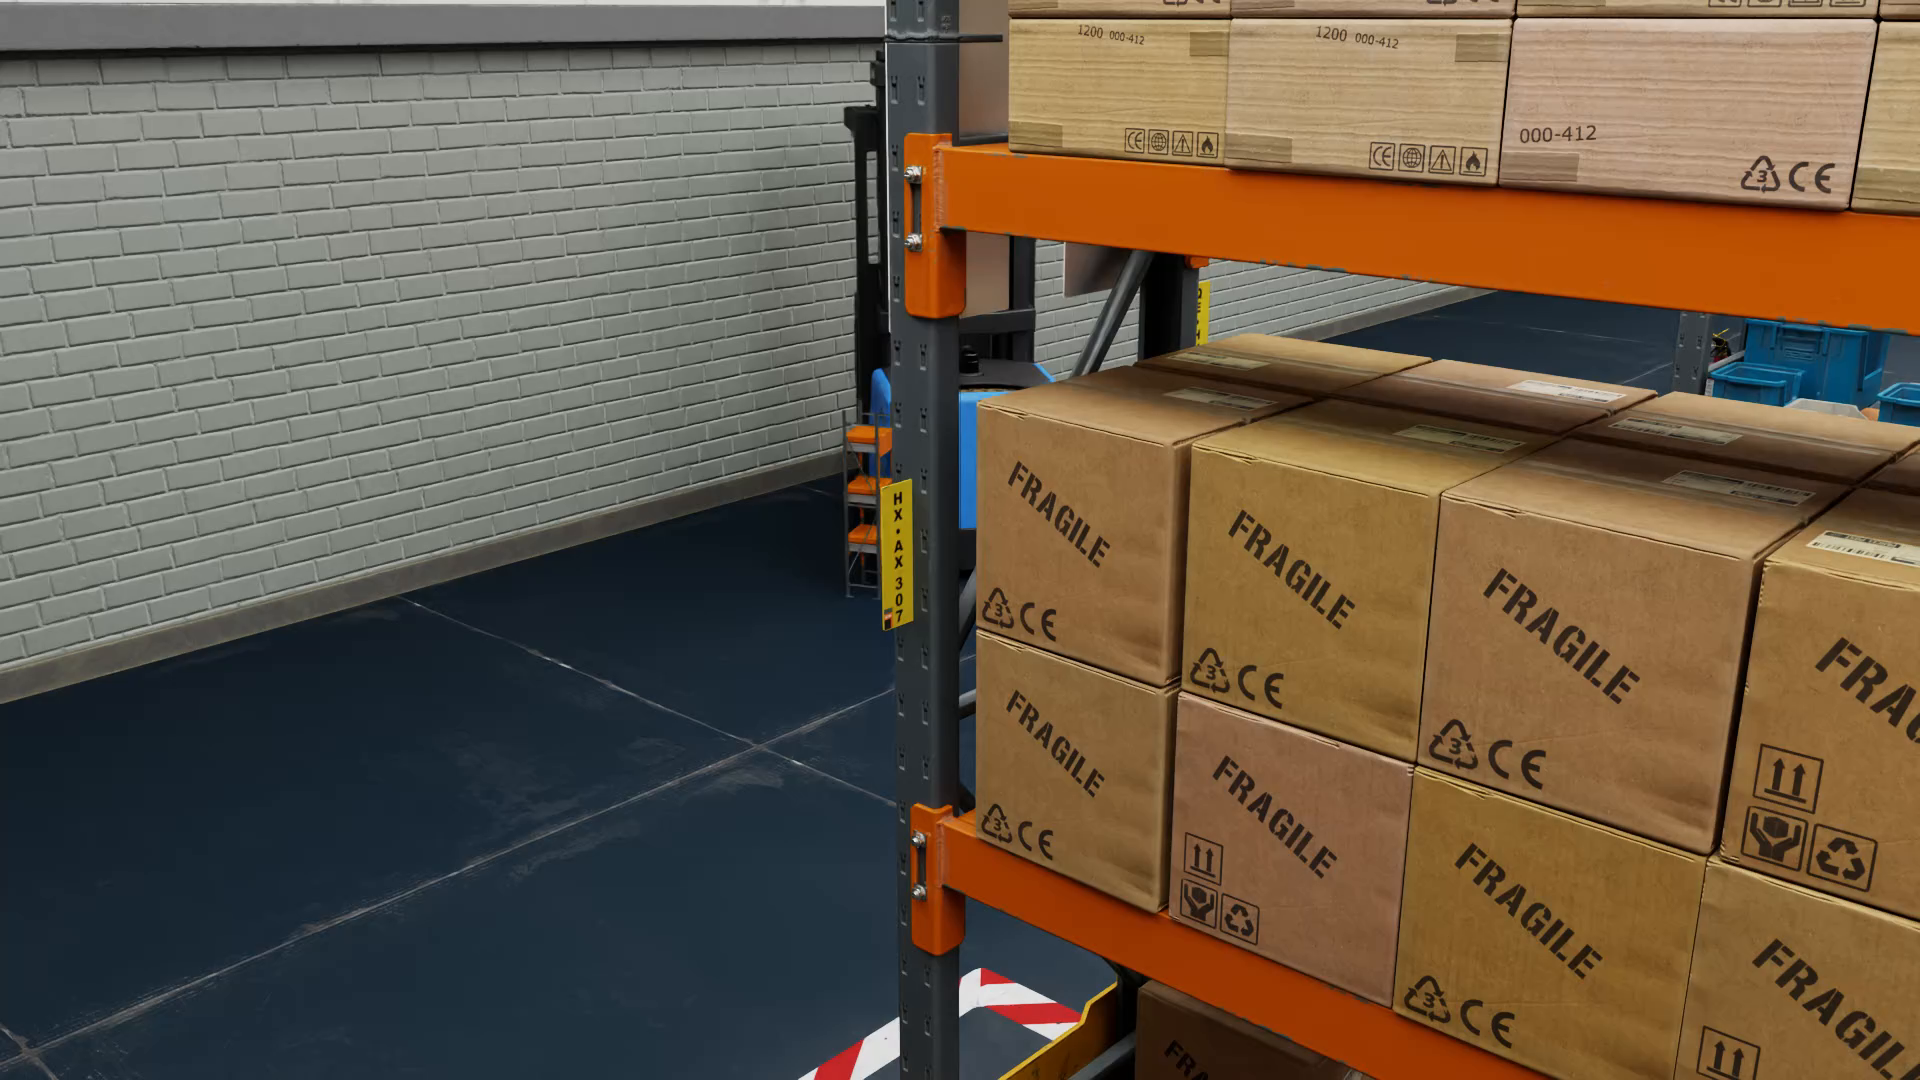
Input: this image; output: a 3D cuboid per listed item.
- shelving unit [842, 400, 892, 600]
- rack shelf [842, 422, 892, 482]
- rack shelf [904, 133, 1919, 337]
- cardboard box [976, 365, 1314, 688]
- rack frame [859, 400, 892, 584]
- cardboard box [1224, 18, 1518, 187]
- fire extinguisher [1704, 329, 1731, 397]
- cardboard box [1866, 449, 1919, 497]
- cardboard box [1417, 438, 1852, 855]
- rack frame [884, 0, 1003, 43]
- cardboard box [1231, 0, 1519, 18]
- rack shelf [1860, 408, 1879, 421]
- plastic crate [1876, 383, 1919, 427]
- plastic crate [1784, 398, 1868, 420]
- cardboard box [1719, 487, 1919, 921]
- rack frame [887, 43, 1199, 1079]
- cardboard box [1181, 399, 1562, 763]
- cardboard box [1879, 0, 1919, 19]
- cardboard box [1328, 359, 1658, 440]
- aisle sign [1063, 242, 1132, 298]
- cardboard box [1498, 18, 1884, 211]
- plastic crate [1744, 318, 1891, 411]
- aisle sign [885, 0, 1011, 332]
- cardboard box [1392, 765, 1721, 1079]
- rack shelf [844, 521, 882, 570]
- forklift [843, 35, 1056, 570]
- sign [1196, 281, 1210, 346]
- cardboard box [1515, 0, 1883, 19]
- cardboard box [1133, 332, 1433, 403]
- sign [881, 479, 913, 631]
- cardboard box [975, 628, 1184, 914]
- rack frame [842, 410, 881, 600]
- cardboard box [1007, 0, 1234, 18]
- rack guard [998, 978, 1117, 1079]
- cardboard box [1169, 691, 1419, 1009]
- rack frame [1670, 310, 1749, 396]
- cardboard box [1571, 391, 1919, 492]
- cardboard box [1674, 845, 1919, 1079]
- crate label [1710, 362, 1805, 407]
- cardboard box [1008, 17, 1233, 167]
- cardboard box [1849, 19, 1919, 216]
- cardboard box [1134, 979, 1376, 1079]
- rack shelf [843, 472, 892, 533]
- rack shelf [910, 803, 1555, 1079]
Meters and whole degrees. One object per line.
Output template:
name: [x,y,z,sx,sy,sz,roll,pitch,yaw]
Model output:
shelving unit: [-0.491,-0.216,9.056,0.215,1.050,0.252,5,18,16]
rack shelf: [-0.491,-0.476,8.973,0.215,0.259,0.240,5,18,16]
rack shelf: [1.722,-0.363,2.526,4.000,0.370,1.077,15,23,39]
cardboard box: [0.383,-0.053,3.501,0.500,0.500,0.500,16,24,41]
rack frame: [-0.455,-0.251,9.167,0.200,1.050,0.008,5,18,16]
cardboard box: [0.807,-0.772,2.873,0.500,0.250,0.500,15,23,39]
fire extinguisher: [3.706,-0.716,8.153,0.183,0.674,0.296,15,23,39]
cardboard box: [1.895,0.133,2.916,0.500,0.500,0.500,16,24,41]
cardboard box: [1.150,0.152,2.856,0.500,0.500,0.500,15,23,40]
rack frame: [0.226,-2.537,3.229,0.127,3.000,1.000,15,23,39]
cardboard box: [0.807,-1.010,2.797,0.500,0.250,0.500,15,23,39]
rack shelf: [5.013,-0.053,6.509,4.000,0.370,1.077,15,23,39]
plastic crate: [3.976,-0.490,6.874,0.300,0.233,0.416,15,23,39]
plastic crate: [3.668,-0.493,7.043,0.298,0.136,0.250,15,23,39]
cardboard box: [1.531,0.254,2.535,0.500,0.500,0.500,15,23,39]
rack frame: [0.226,0.323,4.136,0.127,3.000,1.000,15,23,39]
cardboard box: [0.779,0.050,3.176,0.500,0.500,0.500,15,23,40]
cardboard box: [1.557,-0.810,2.167,0.500,0.250,0.500,15,23,39]
cardboard box: [1.120,-0.073,3.565,0.500,0.500,0.500,16,24,41]
aisle sign: [0.379,-0.999,4.004,0.004,0.787,0.394,15,23,39]
cardboard box: [1.182,-0.672,2.558,0.500,0.250,0.500,15,23,39]
plastic crate: [3.891,-0.818,7.572,0.499,0.435,0.616,15,23,39]
aisle sign: [-0.020,-0.864,3.577,0.004,0.787,0.394,15,23,39]
cardboard box: [1.146,0.628,3.010,0.500,0.500,0.500,15,23,39]
rack shelf: [-0.491,0.059,9.143,0.215,0.259,0.240,5,18,16]
forklift: [-0.125,-1.616,10.357,1.130,2.935,3.031,-3,18,-9]
sign: [0.610,-0.501,4.296,0.005,0.325,0.100,15,23,39]
cardboard box: [1.185,-0.911,2.486,0.500,0.250,0.500,15,23,39]
cardboard box: [0.742,-0.174,3.884,0.500,0.500,0.500,15,23,39]
sign: [-0.134,0.033,3.618,0.005,0.325,0.100,15,23,39]
cardboard box: [0.383,0.424,3.652,0.500,0.500,0.500,16,23,40]
rack frame: [-0.527,-0.181,8.945,0.200,1.050,0.008,5,18,16]
cardboard box: [0.438,-1.112,3.119,0.500,0.250,0.500,15,23,39]
rack guard: [0.283,1.529,4.466,0.348,0.500,1.175,15,23,39]
cardboard box: [0.773,0.526,3.330,0.500,0.500,0.500,15,23,39]
rack frame: [3.517,-0.797,7.665,0.127,3.000,1.000,15,23,39]
cardboard box: [1.511,0.030,3.241,0.500,0.500,0.500,16,24,41]
cardboard box: [1.519,0.728,2.693,0.500,0.500,0.500,15,23,40]
crate label: [3.483,-0.622,7.290,0.303,0.233,0.416,15,23,39]
cardboard box: [0.442,-0.875,3.199,0.500,0.250,0.500,15,23,39]
cardboard box: [1.560,-0.573,2.246,0.500,0.250,0.500,15,23,39]
cardboard box: [0.796,1.358,4.279,0.500,0.500,0.500,15,23,39]
rack shelf: [-0.491,-0.206,9.059,0.215,0.259,0.240,5,18,16]
rack shelf: [1.722,1.067,2.980,4.000,0.370,1.077,15,23,39]
